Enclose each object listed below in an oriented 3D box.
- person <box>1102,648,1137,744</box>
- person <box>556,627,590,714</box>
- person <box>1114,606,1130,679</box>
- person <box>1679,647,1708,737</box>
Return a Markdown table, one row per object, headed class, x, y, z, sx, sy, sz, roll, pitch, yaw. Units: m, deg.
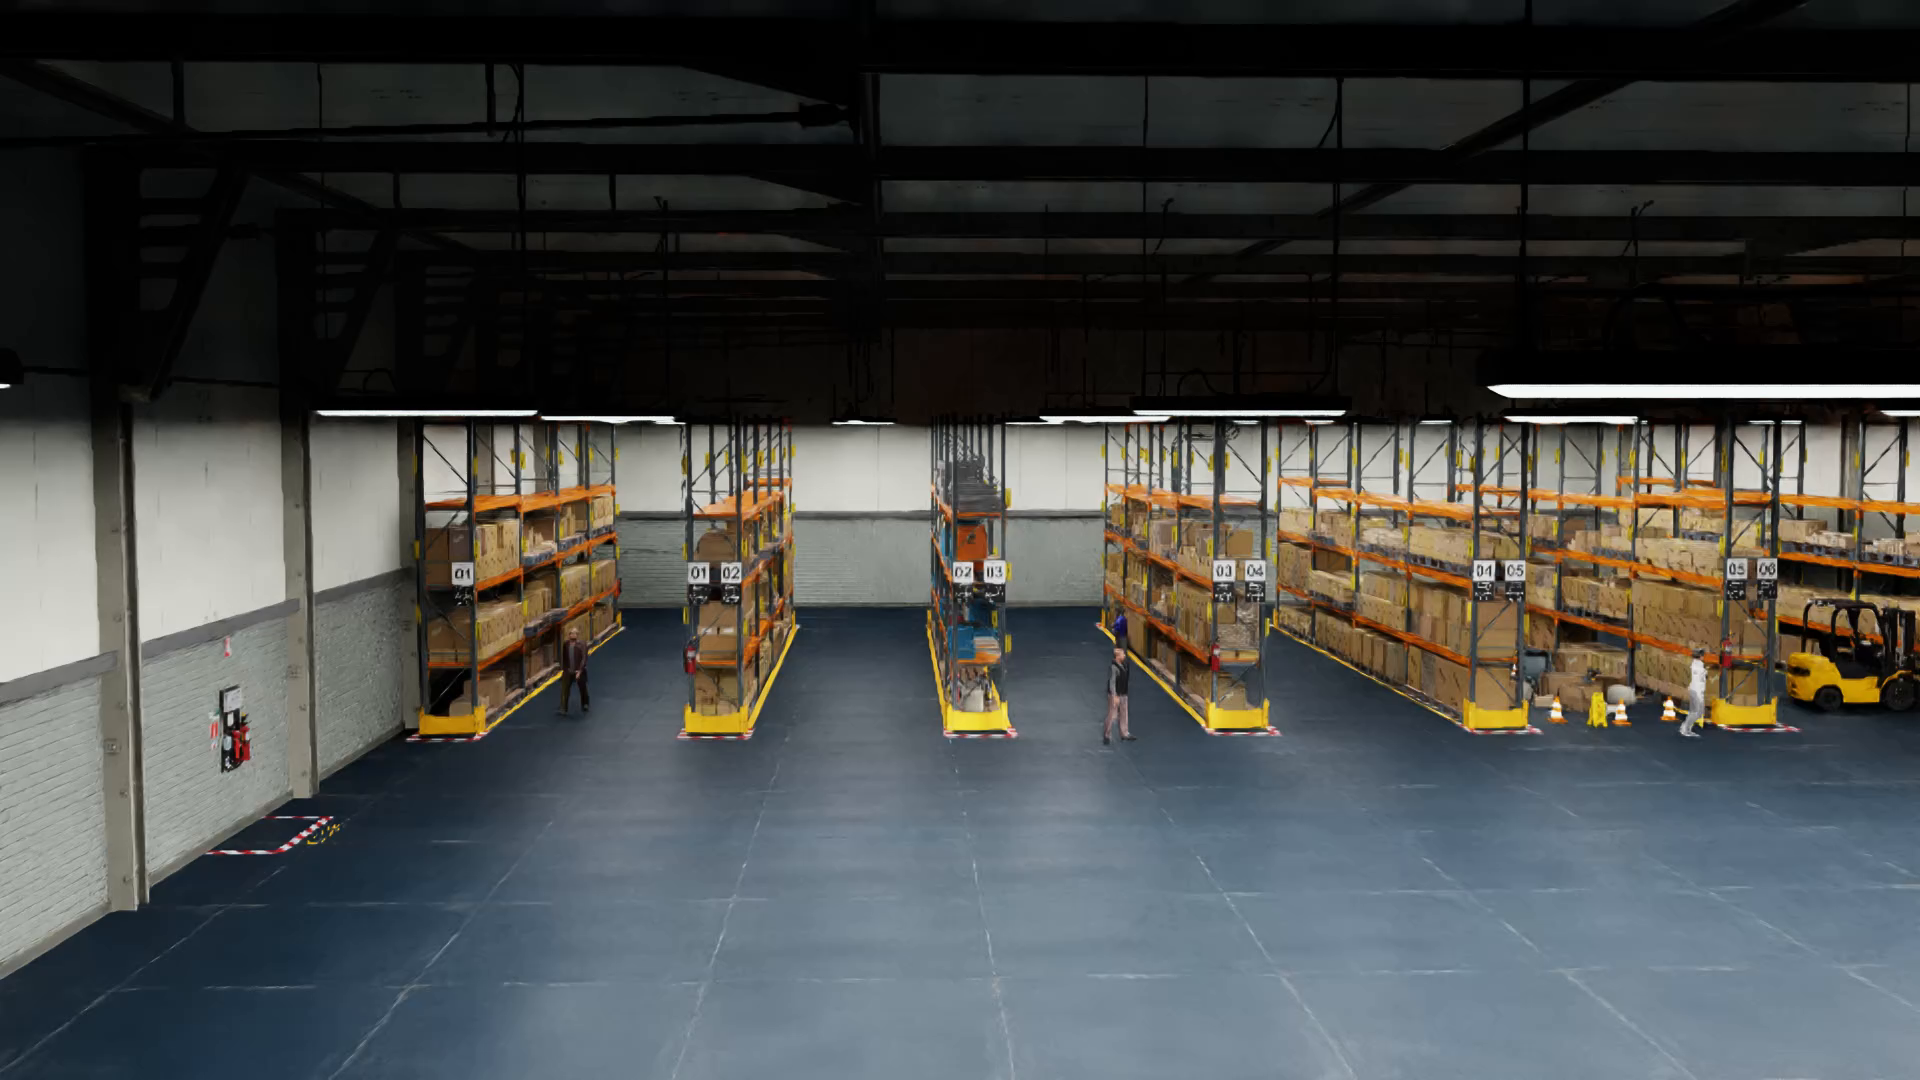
| class | x | y | z | sx | sy | sz | roll | pitch | yaw |
| --- | --- | --- | --- | --- | --- | --- | --- | --- | --- |
| person | 2.868 | 2.801 | 30.098 | 0.496 | 1.718 | 0.697 | 2 | 4 | 28 |
| person | -7.687 | 2.593 | 33.145 | 0.565 | 1.715 | 1.100 | 0 | 4 | 6 |
| person | 3.638 | 2.313 | 37.778 | 0.545 | 1.652 | 0.575 | 2 | 4 | 23 |
| person | 13.481 | 2.803 | 30.568 | 0.454 | 1.659 | 0.642 | 2 | 4 | 25 |
